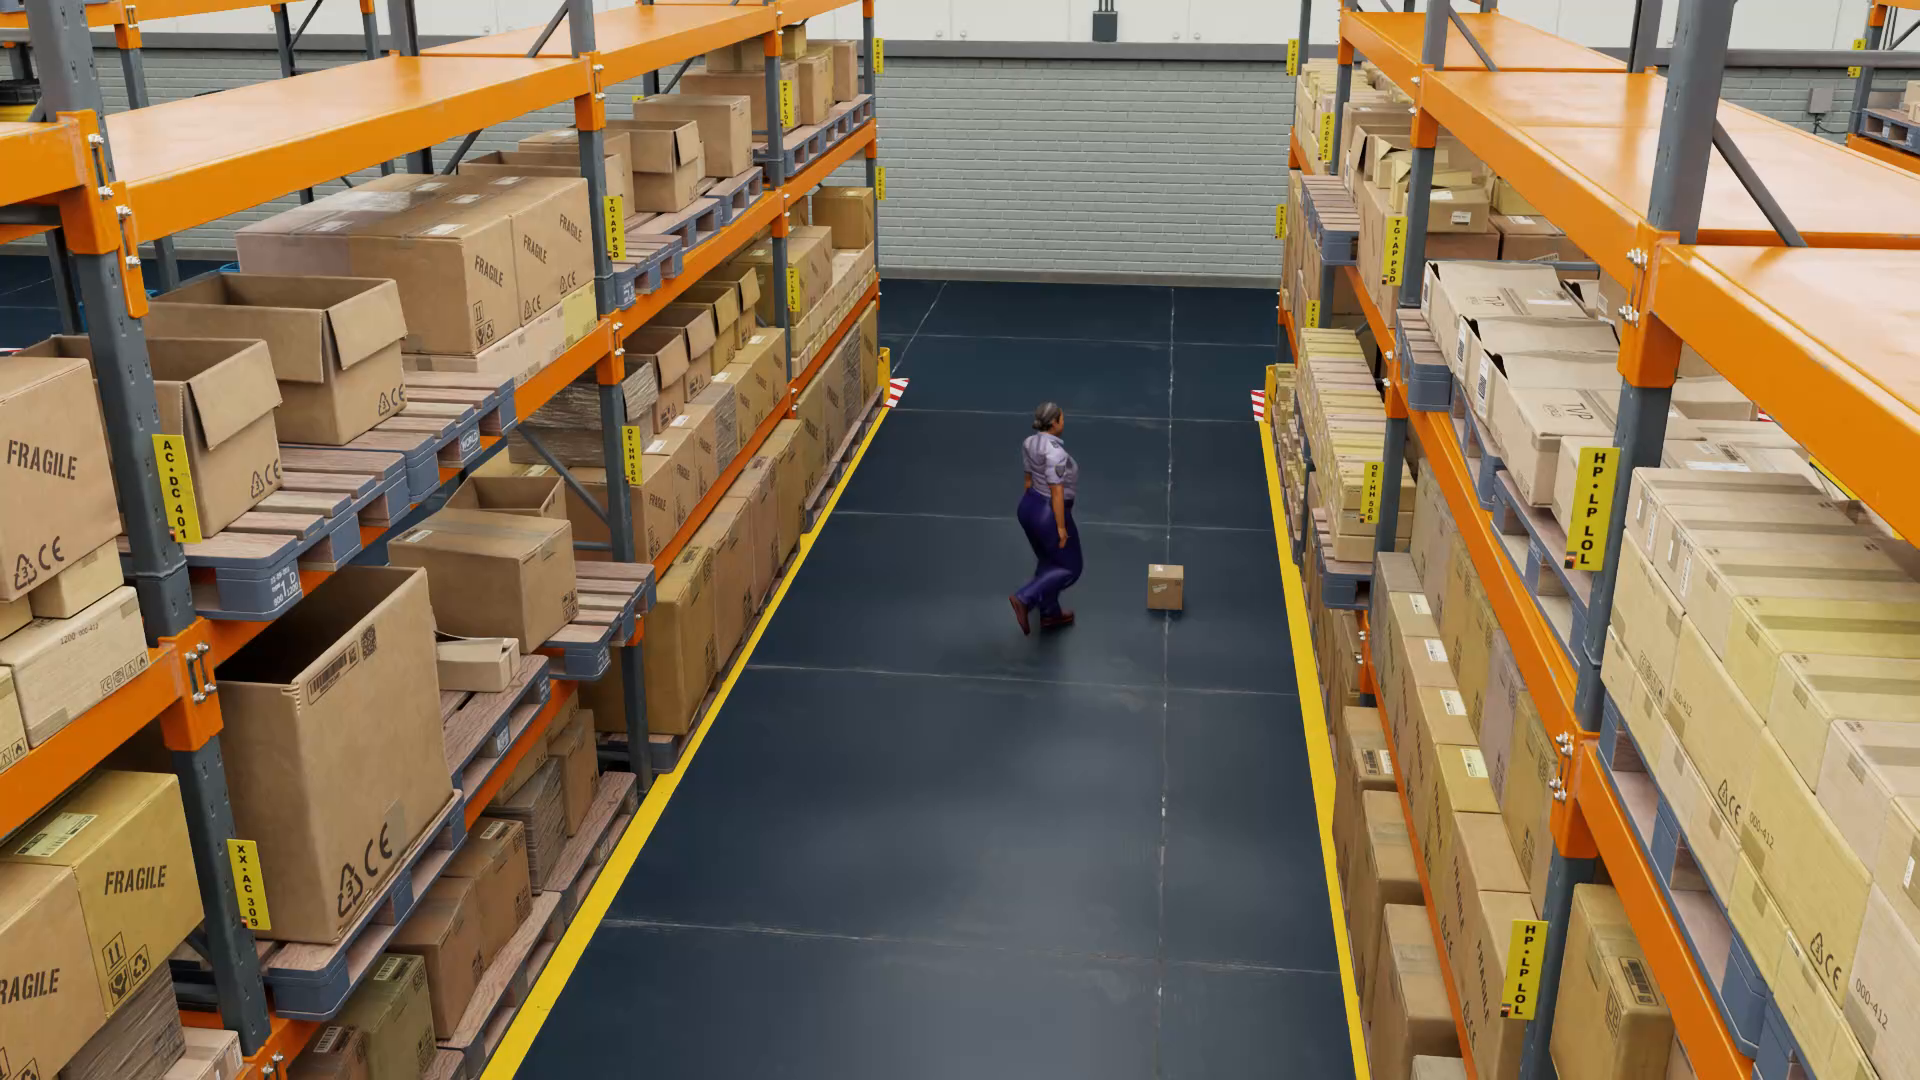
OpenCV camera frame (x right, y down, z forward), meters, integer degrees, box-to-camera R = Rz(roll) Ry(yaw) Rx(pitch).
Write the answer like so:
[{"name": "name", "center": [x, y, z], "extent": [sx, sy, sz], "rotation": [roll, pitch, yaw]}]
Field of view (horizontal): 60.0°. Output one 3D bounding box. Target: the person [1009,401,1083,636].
[{"name": "person", "center": [0.568, -0.137, 11.432], "extent": [0.606, 1.619, 0.523], "rotation": [-12, 24, -28]}]
